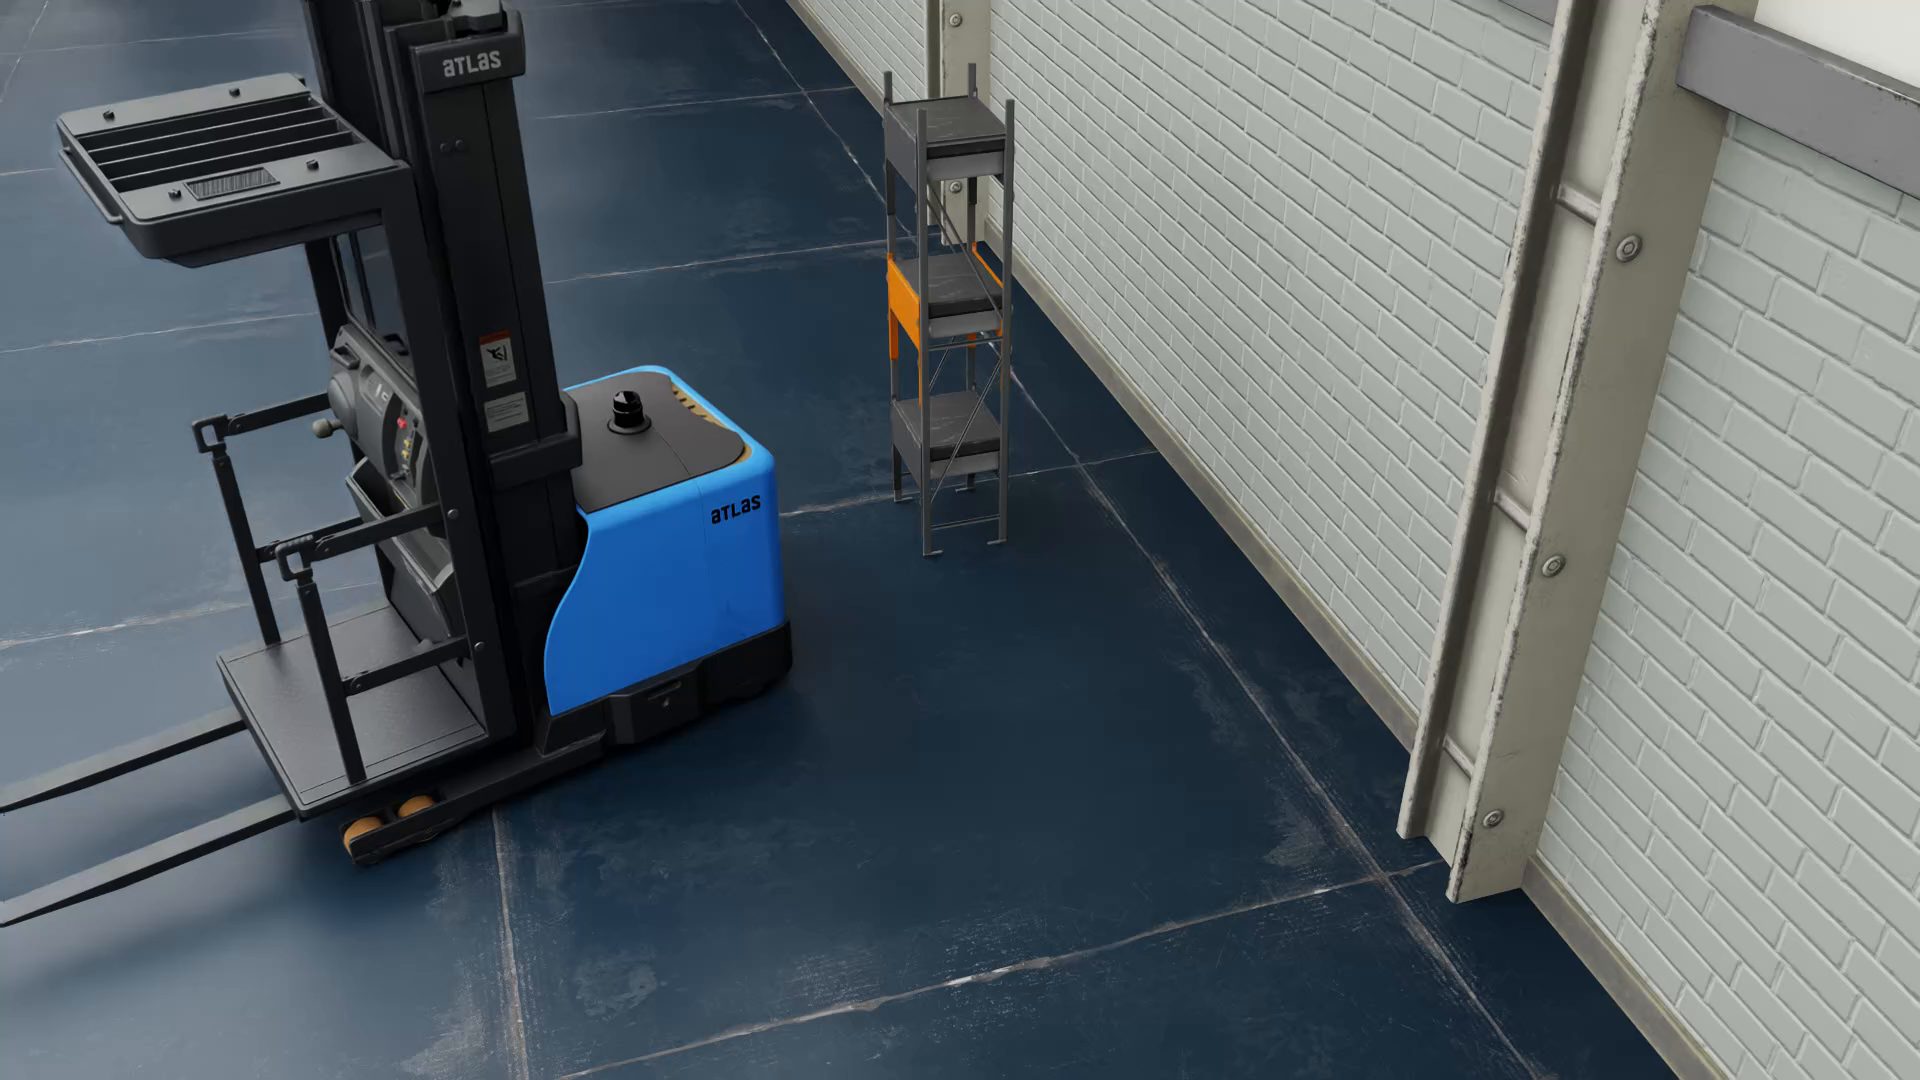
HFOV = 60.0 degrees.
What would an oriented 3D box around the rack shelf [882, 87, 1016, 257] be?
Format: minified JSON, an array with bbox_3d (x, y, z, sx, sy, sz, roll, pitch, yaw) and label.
[{"bbox_3d":[-0.051,-1.536,6.924,0.431,0.518,0.480,-10,35,-15],"label":"rack shelf"}]

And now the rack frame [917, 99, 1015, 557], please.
[{"bbox_3d":[0.024,-0.835,7.109,0.400,2.100,0.015,-10,35,-15],"label":"rack frame"}]

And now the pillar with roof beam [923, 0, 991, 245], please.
[{"bbox_3d":[-4.117,-5.036,7.208,9.100,9.000,0.400,-10,35,-15],"label":"pillar with roof beam"}]

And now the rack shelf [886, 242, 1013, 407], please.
[{"bbox_3d":[-0.051,-0.952,7.310,0.431,0.518,0.480,-10,35,-15],"label":"rack shelf"}]

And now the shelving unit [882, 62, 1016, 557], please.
[{"bbox_3d":[-0.051,-0.963,7.303,0.431,2.100,0.503,-10,35,-15],"label":"shelving unit"}]

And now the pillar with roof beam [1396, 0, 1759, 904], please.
[{"bbox_3d":[-2.287,-1.886,2.441,9.100,9.000,0.400,-10,35,-15],"label":"pillar with roof beam"}]

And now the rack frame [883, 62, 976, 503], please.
[{"bbox_3d":[-0.125,-1.091,7.497,0.400,2.100,0.015,-10,35,-15],"label":"rack frame"}]

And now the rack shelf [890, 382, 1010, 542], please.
[{"bbox_3d":[-0.051,-0.368,7.696,0.431,0.518,0.480,-10,35,-15],"label":"rack shelf"}]

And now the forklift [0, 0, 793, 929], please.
[{"bbox_3d":[-2.184,-0.390,5.682,3.031,2.935,1.130,-21,39,-29],"label":"forklift"}]
